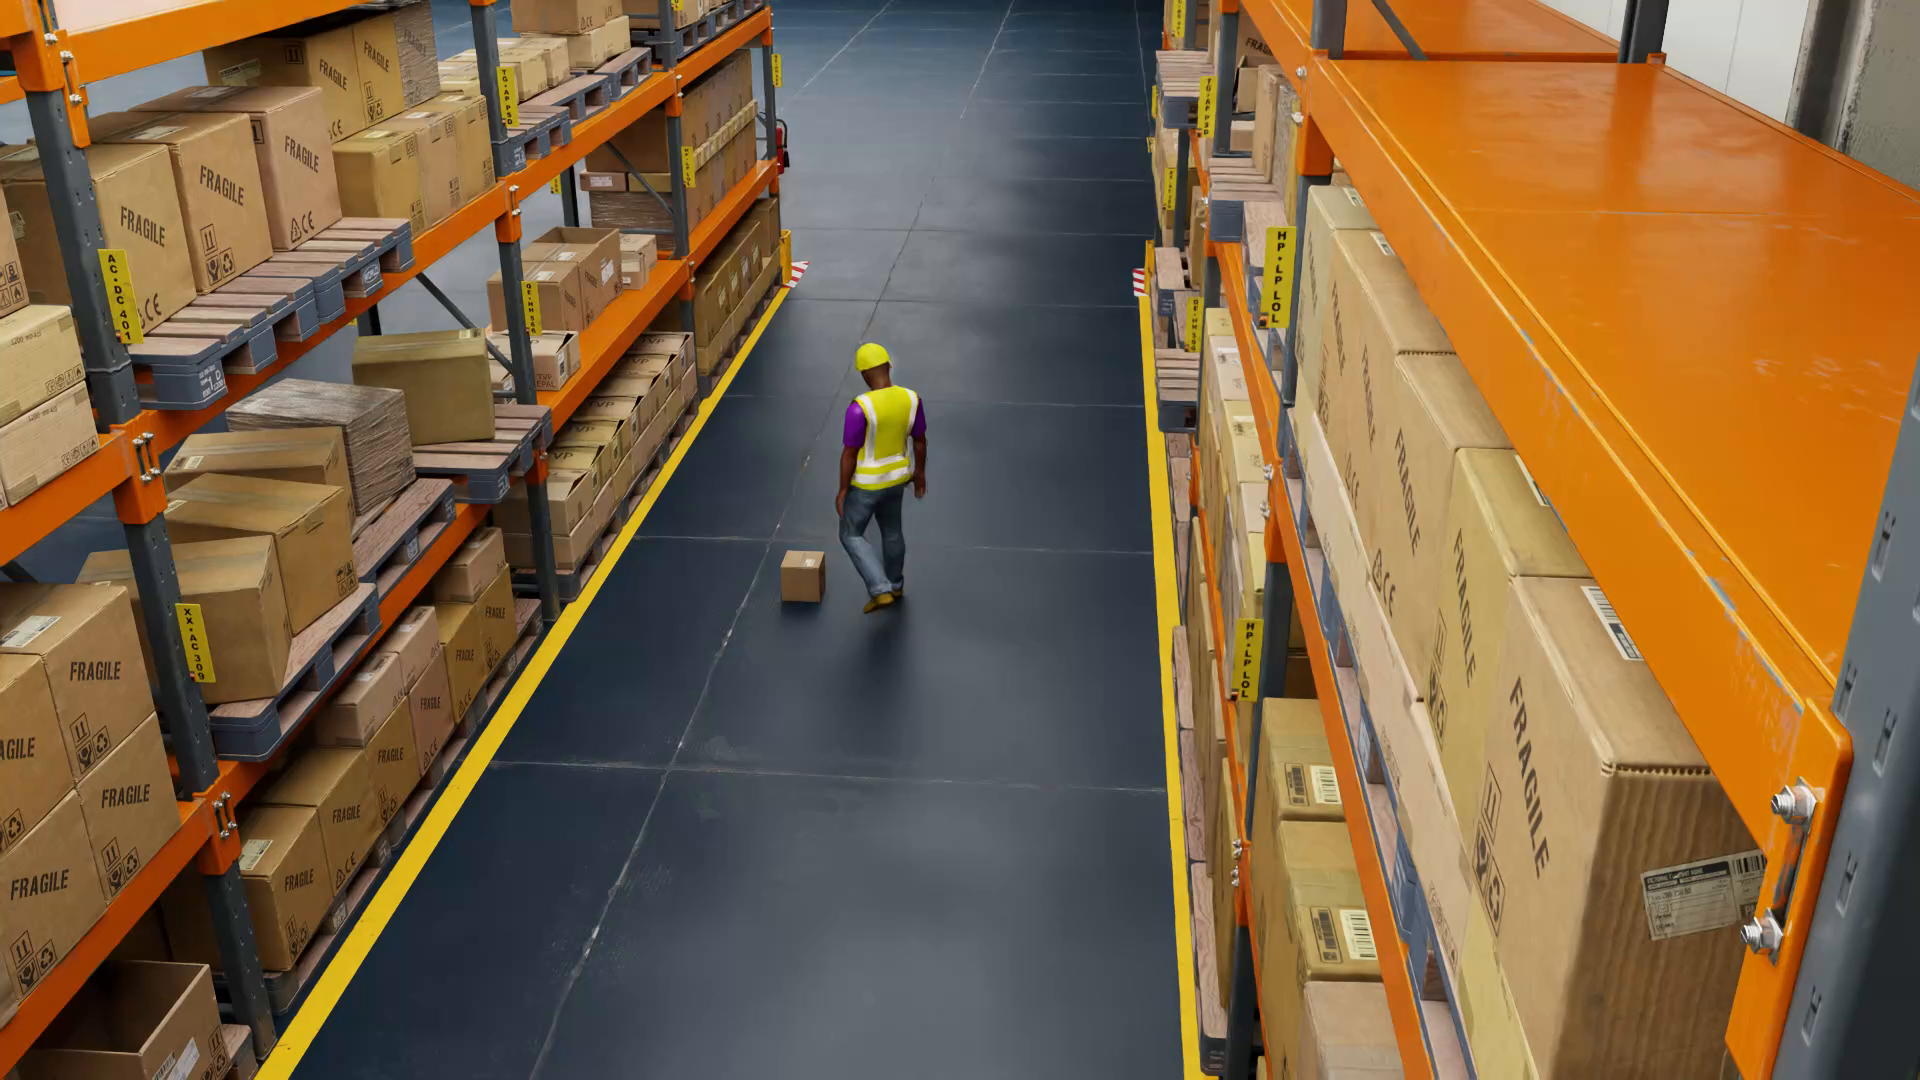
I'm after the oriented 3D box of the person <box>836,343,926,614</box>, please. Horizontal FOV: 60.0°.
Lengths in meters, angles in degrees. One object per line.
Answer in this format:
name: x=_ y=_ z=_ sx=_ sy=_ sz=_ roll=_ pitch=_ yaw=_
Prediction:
person: x=-0.509 y=-0.378 z=10.389 sx=0.655 sy=1.756 sz=0.640 roll=-19 pitch=31 yaw=-36
